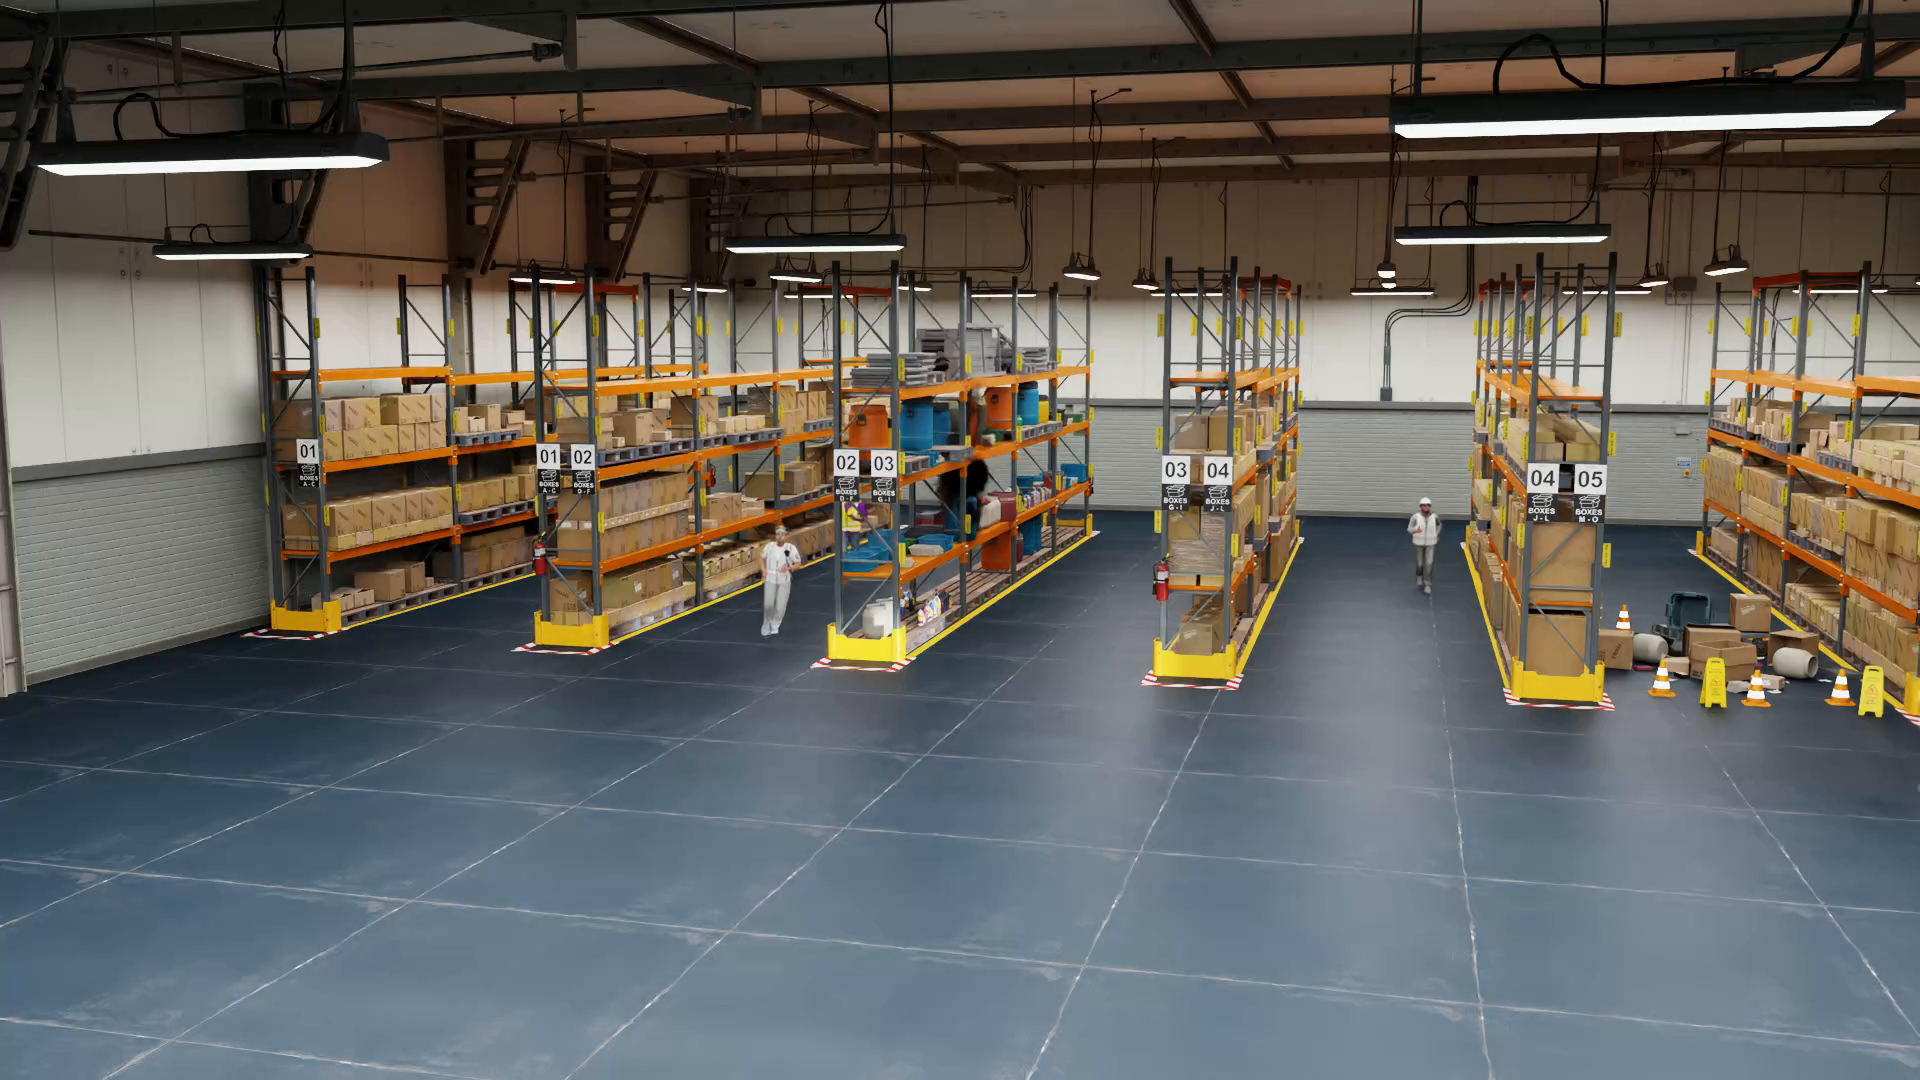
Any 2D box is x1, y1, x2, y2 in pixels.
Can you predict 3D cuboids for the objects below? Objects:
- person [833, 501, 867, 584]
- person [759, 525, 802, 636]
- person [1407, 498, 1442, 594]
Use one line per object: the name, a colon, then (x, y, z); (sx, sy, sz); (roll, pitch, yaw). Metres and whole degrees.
person: (-2.062, -0.120, 31.047); (0.686, 1.814, 0.818); (1, 7, 8)
person: (-2.795, 0.634, 25.792); (0.672, 1.731, 0.556); (0, 7, -3)
person: (8.854, 0.082, 31.701); (0.657, 1.776, 0.950); (1, 7, 11)
